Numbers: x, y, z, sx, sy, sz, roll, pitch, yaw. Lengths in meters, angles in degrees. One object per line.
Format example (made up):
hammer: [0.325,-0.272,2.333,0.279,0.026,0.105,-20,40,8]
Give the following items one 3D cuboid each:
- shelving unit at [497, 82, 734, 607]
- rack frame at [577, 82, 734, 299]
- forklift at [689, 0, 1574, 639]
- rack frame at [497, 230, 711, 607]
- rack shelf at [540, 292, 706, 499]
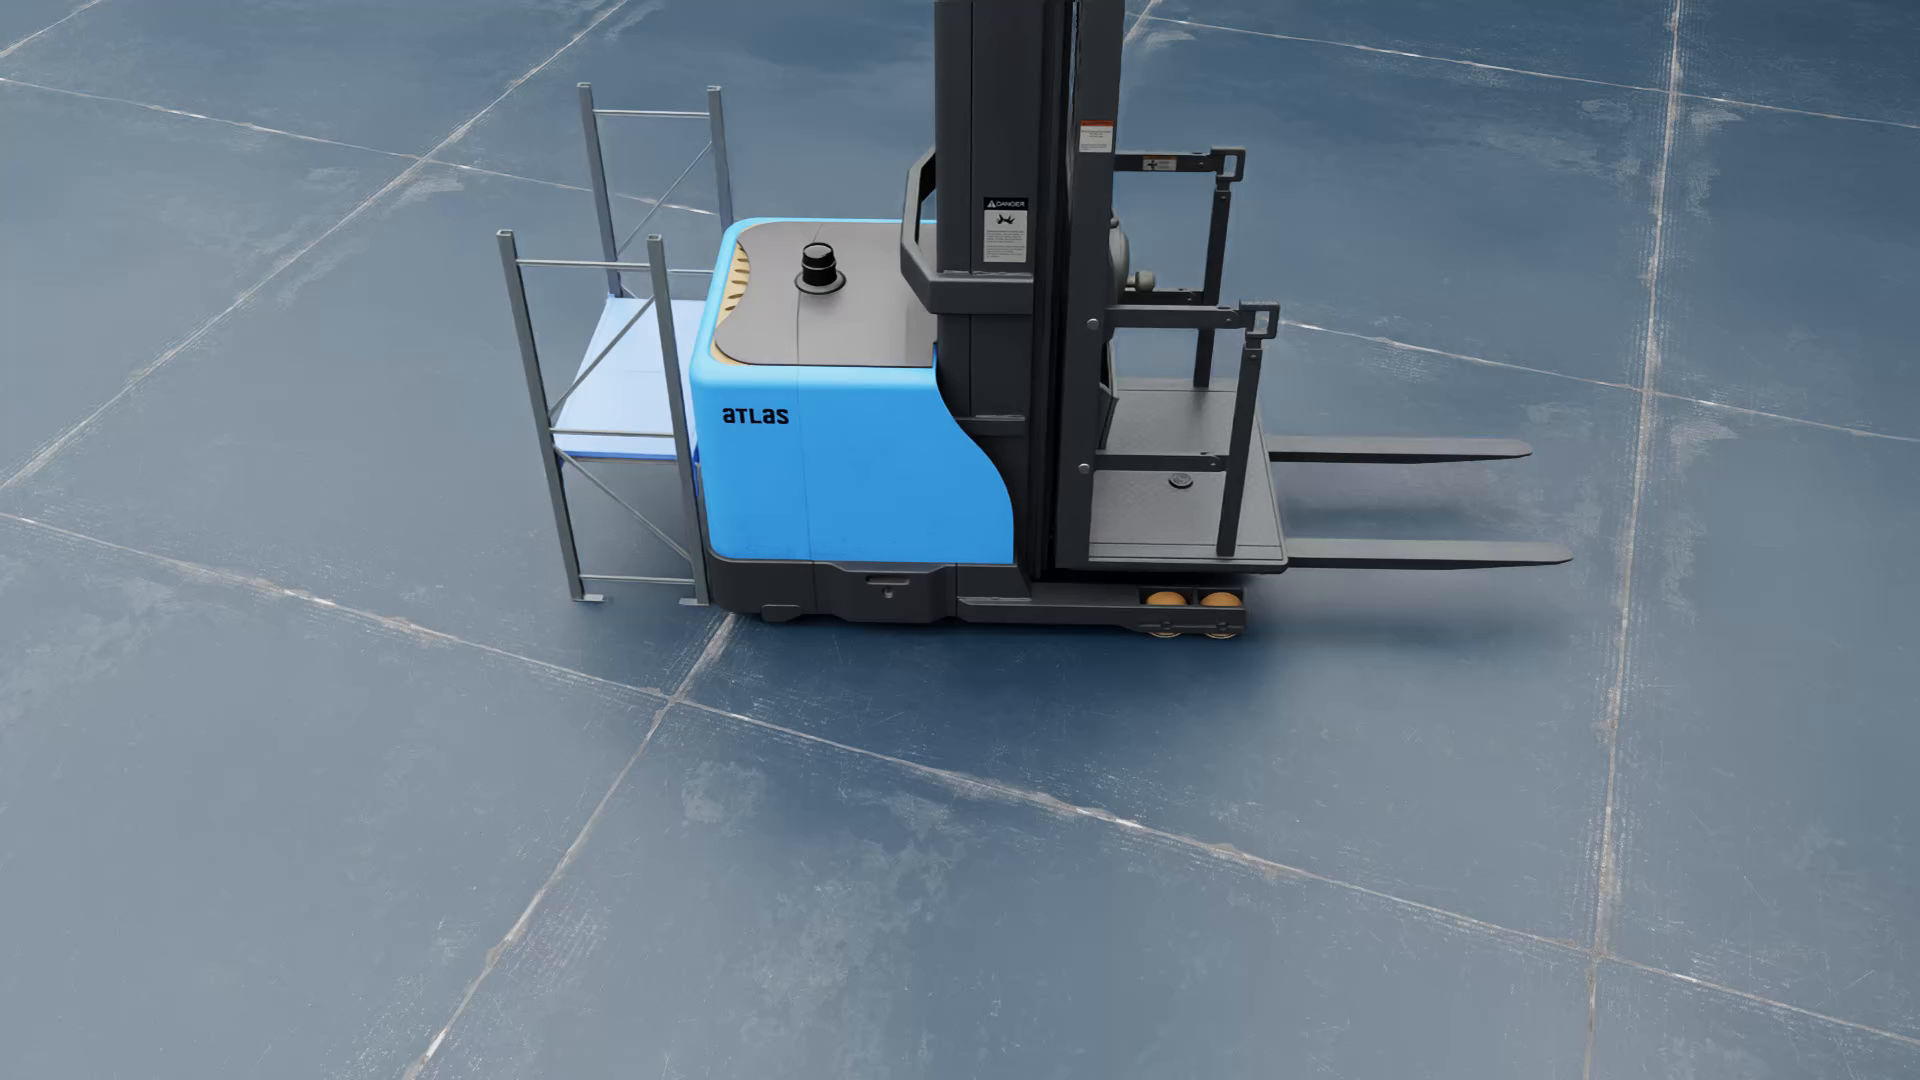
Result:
shelving unit: [-1.117,-0.680,5.891,0.538,1.500,1.048,2,41,3]
rack frame: [-1.085,-1.009,6.277,0.500,1.500,0.032,2,41,3]
forklift: [0.648,-1.121,5.305,3.031,2.935,1.130,1,40,1]
rack frame: [-1.148,-0.350,5.505,0.500,1.500,0.032,2,41,3]
rack shelf: [-1.116,-0.543,6.008,0.538,0.185,1.000,2,41,3]
